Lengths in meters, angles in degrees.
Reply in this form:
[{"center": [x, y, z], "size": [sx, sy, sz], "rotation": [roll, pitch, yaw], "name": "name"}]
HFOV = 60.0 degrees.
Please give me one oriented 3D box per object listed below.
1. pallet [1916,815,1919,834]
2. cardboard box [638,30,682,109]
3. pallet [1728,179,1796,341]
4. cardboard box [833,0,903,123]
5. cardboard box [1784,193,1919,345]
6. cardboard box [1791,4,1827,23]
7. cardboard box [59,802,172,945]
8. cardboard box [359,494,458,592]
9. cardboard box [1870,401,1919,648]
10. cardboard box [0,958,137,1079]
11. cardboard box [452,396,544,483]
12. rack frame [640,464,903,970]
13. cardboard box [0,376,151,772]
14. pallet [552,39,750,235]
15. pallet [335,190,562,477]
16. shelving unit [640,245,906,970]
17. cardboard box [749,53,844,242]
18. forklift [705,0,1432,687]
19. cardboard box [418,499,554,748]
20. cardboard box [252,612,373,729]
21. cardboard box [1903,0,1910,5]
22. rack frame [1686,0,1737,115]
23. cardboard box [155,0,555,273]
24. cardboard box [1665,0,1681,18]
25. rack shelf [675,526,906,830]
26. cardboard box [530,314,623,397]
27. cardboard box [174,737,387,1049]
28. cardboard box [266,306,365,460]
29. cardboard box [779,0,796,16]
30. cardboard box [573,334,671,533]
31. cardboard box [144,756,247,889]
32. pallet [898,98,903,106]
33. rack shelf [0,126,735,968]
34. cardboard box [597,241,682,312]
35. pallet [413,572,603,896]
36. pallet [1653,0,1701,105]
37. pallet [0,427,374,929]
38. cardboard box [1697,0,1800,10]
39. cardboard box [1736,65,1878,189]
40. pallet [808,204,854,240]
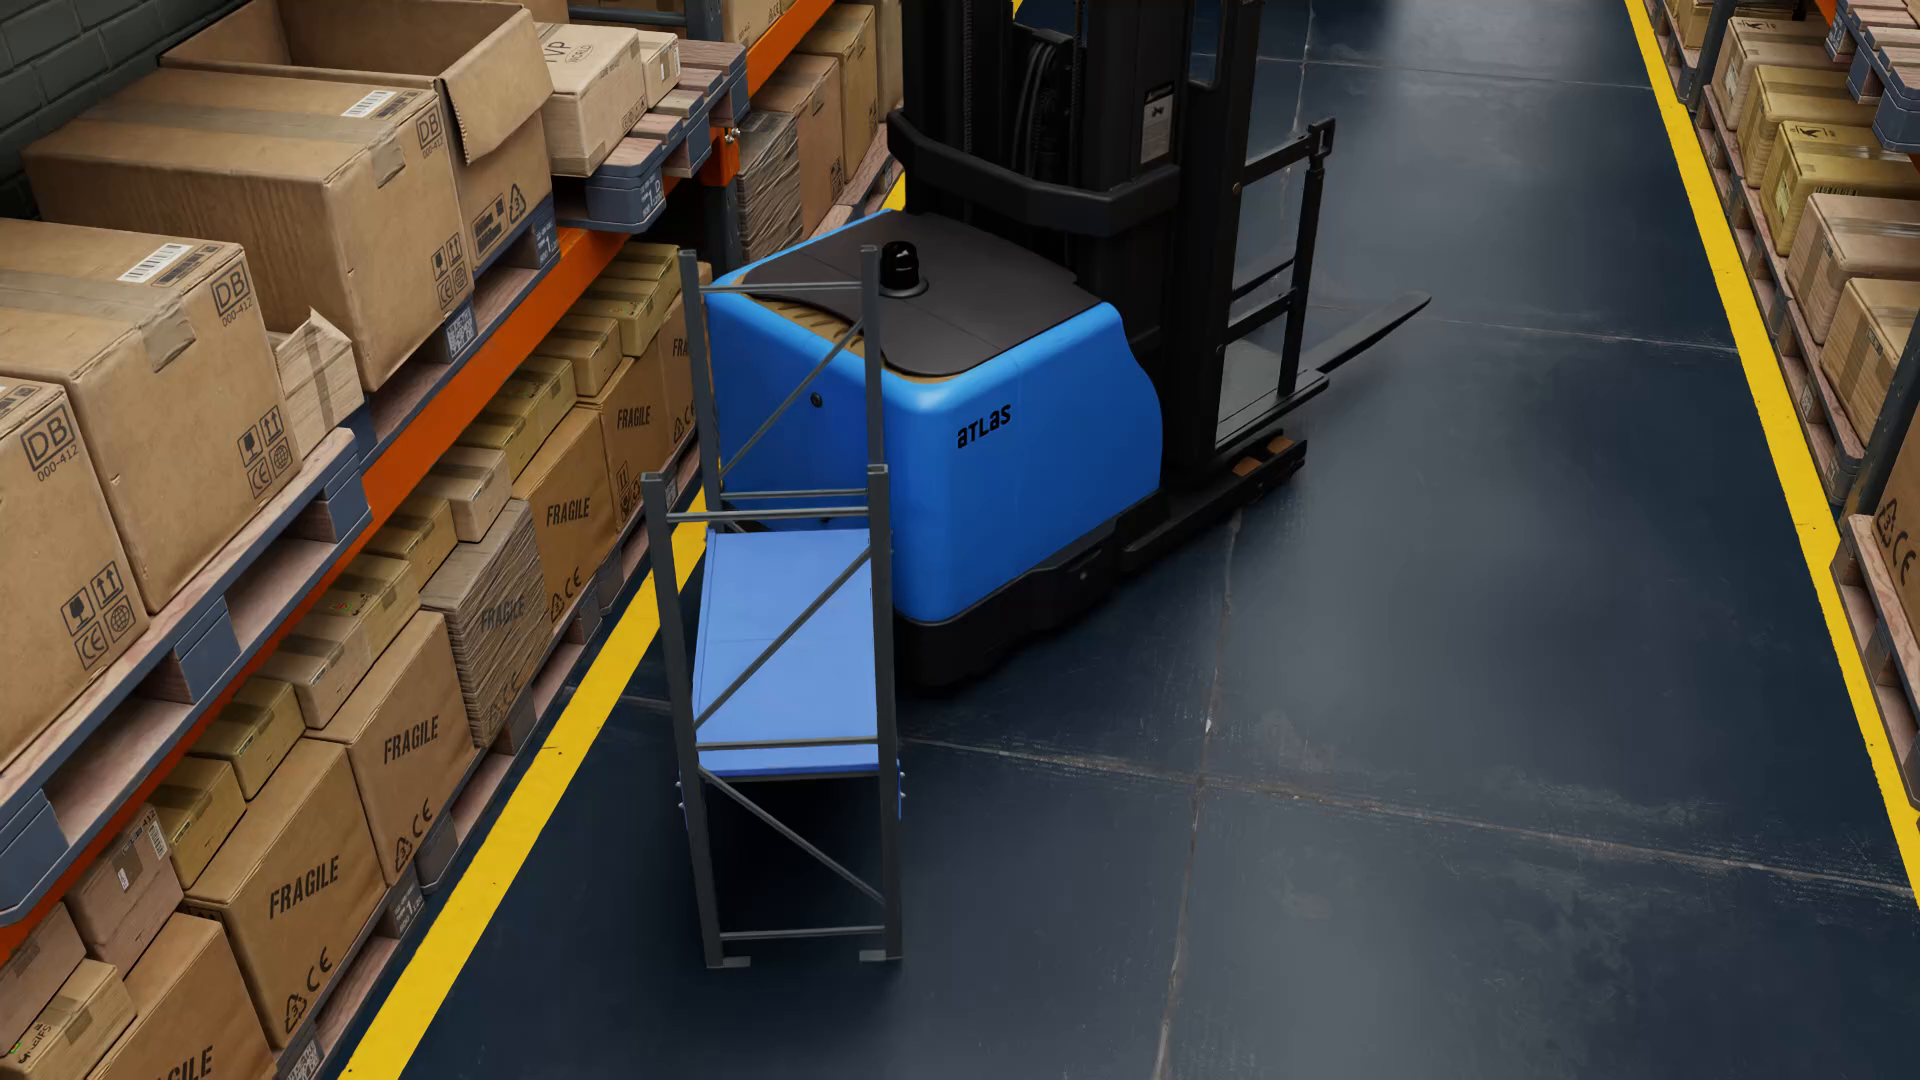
[{"center": [3.041, 1.099, 4.054], "size": [1.003, 0.211, 1.213], "rotation": [7, 37, 10], "name": "pallet"}, {"center": [-1.070, -1.434, 5.028], "size": [0.380, 0.149, 0.250], "rotation": [8, 37, 11], "name": "cardboard box"}, {"center": [3.977, -1.186, 7.207], "size": [1.003, 0.211, 1.213], "rotation": [7, 37, 10], "name": "pallet"}, {"center": [-0.724, -2.547, 8.374], "size": [0.875, 0.625, 0.625], "rotation": [7, 37, 9], "name": "cardboard box"}, {"center": [3.826, -1.023, 6.487], "size": [0.950, 0.372, 0.625], "rotation": [7, 36, 9], "name": "cardboard box"}, {"center": [4.790, -2.824, 9.076], "size": [0.500, 0.250, 0.500], "rotation": [6, 36, 8], "name": "cardboard box"}, {"center": [-1.814, 0.635, 3.284], "size": [0.380, 0.149, 0.250], "rotation": [6, 36, 8], "name": "cardboard box"}, {"center": [-1.575, -0.005, 4.420], "size": [0.380, 0.149, 0.250], "rotation": [7, 37, 10], "name": "cardboard box"}, {"center": [3.317, -0.094, 4.777], "size": [0.875, 0.875, 0.875], "rotation": [7, 37, 10], "name": "cardboard box"}, {"center": [-1.822, 0.910, 3.158], "size": [0.380, 0.149, 0.250], "rotation": [9, 37, 12], "name": "cardboard box"}, {"center": [-1.443, -0.301, 4.829], "size": [0.380, 0.149, 0.250], "rotation": [7, 36, 9], "name": "cardboard box"}, {"center": [-0.397, 0.470, 3.823], "size": [0.500, 1.500, 0.032], "rotation": [-2, 36, -3], "name": "rack frame"}, {"center": [-1.837, 0.043, 2.691], "size": [0.700, 0.500, 0.500], "rotation": [8, 37, 11], "name": "cardboard box"}, {"center": [-1.381, -1.315, 5.172], "size": [1.213, 0.211, 1.003], "rotation": [7, 37, 10], "name": "pallet"}, {"center": [-1.715, -0.597, 4.181], "size": [1.003, 0.211, 1.213], "rotation": [7, 37, 10], "name": "pallet"}, {"center": [-0.428, 0.173, 4.234], "size": [0.538, 1.500, 1.048], "rotation": [-2, 36, -3], "name": "shelving unit"}, {"center": [-1.026, -1.730, 7.247], "size": [0.875, 0.625, 0.625], "rotation": [8, 37, 11], "name": "cardboard box"}, {"center": [0.610, -1.506, 5.330], "size": [1.130, 2.935, 3.031], "rotation": [30, 46, 35], "name": "forklift"}, {"center": [-1.504, 0.207, 4.680], "size": [0.500, 0.500, 0.500], "rotation": [6, 36, 8], "name": "cardboard box"}, {"center": [-1.660, 0.296, 4.005], "size": [0.380, 0.149, 0.250], "rotation": [7, 37, 10], "name": "cardboard box"}, {"center": [3.444, -1.912, 5.688], "size": [0.380, 0.149, 0.250], "rotation": [6, 36, 8], "name": "cardboard box"}, {"center": [4.400, -3.463, 7.972], "size": [1.000, 3.000, 0.127], "rotation": [7, 37, 10], "name": "rack frame"}, {"center": [-1.472, -1.043, 4.187], "size": [0.797, 0.503, 0.637], "rotation": [7, 36, 9], "name": "cardboard box"}, {"center": [4.367, -3.199, 9.593], "size": [0.500, 0.250, 0.500], "rotation": [6, 36, 9], "name": "cardboard box"}, {"center": [-0.428, 0.318, 4.339], "size": [0.538, 0.185, 1.000], "rotation": [-2, 36, -3], "name": "rack shelf"}, {"center": [-1.290, -0.590, 5.227], "size": [0.380, 0.149, 0.250], "rotation": [6, 36, 8], "name": "cardboard box"}, {"center": [-1.732, 0.790, 3.877], "size": [0.500, 0.500, 0.500], "rotation": [7, 36, 9], "name": "cardboard box"}, {"center": [-1.487, -0.361, 3.449], "size": [0.396, 0.266, 0.258], "rotation": [9, 37, 12], "name": "cardboard box"}, {"center": [-0.859, -2.241, 6.414], "size": [0.500, 0.250, 0.500], "rotation": [7, 36, 9], "name": "cardboard box"}, {"center": [-1.302, -0.393, 5.509], "size": [0.500, 0.500, 0.500], "rotation": [7, 36, 9], "name": "cardboard box"}, {"center": [-1.795, 0.593, 3.595], "size": [0.380, 0.149, 0.250], "rotation": [6, 36, 8], "name": "cardboard box"}, {"center": [-0.569, -2.527, 9.057], "size": [1.003, 0.211, 1.213], "rotation": [7, 37, 10], "name": "pallet"}, {"center": [-1.732, -0.352, 4.293], "size": [1.077, 0.370, 4.000], "rotation": [7, 37, 10], "name": "rack shelf"}, {"center": [-1.163, -0.896, 5.649], "size": [0.380, 0.149, 0.250], "rotation": [6, 36, 8], "name": "cardboard box"}, {"center": [-1.764, 0.460, 4.936], "size": [1.003, 0.211, 1.213], "rotation": [7, 37, 10], "name": "pallet"}, {"center": [4.509, -2.724, 9.328], "size": [1.003, 0.211, 1.213], "rotation": [7, 37, 10], "name": "pallet"}, {"center": [-1.882, 0.136, 3.169], "size": [1.003, 0.211, 1.213], "rotation": [7, 37, 10], "name": "pallet"}, {"center": [4.264, -3.196, 8.950], "size": [0.500, 0.500, 0.500], "rotation": [7, 36, 9], "name": "cardboard box"}, {"center": [4.140, -1.856, 7.636], "size": [0.950, 0.372, 0.625], "rotation": [10, 37, 13], "name": "cardboard box"}, {"center": [-1.091, -1.128, 7.127], "size": [1.003, 0.211, 1.213], "rotation": [7, 37, 10], "name": "pallet"}]
